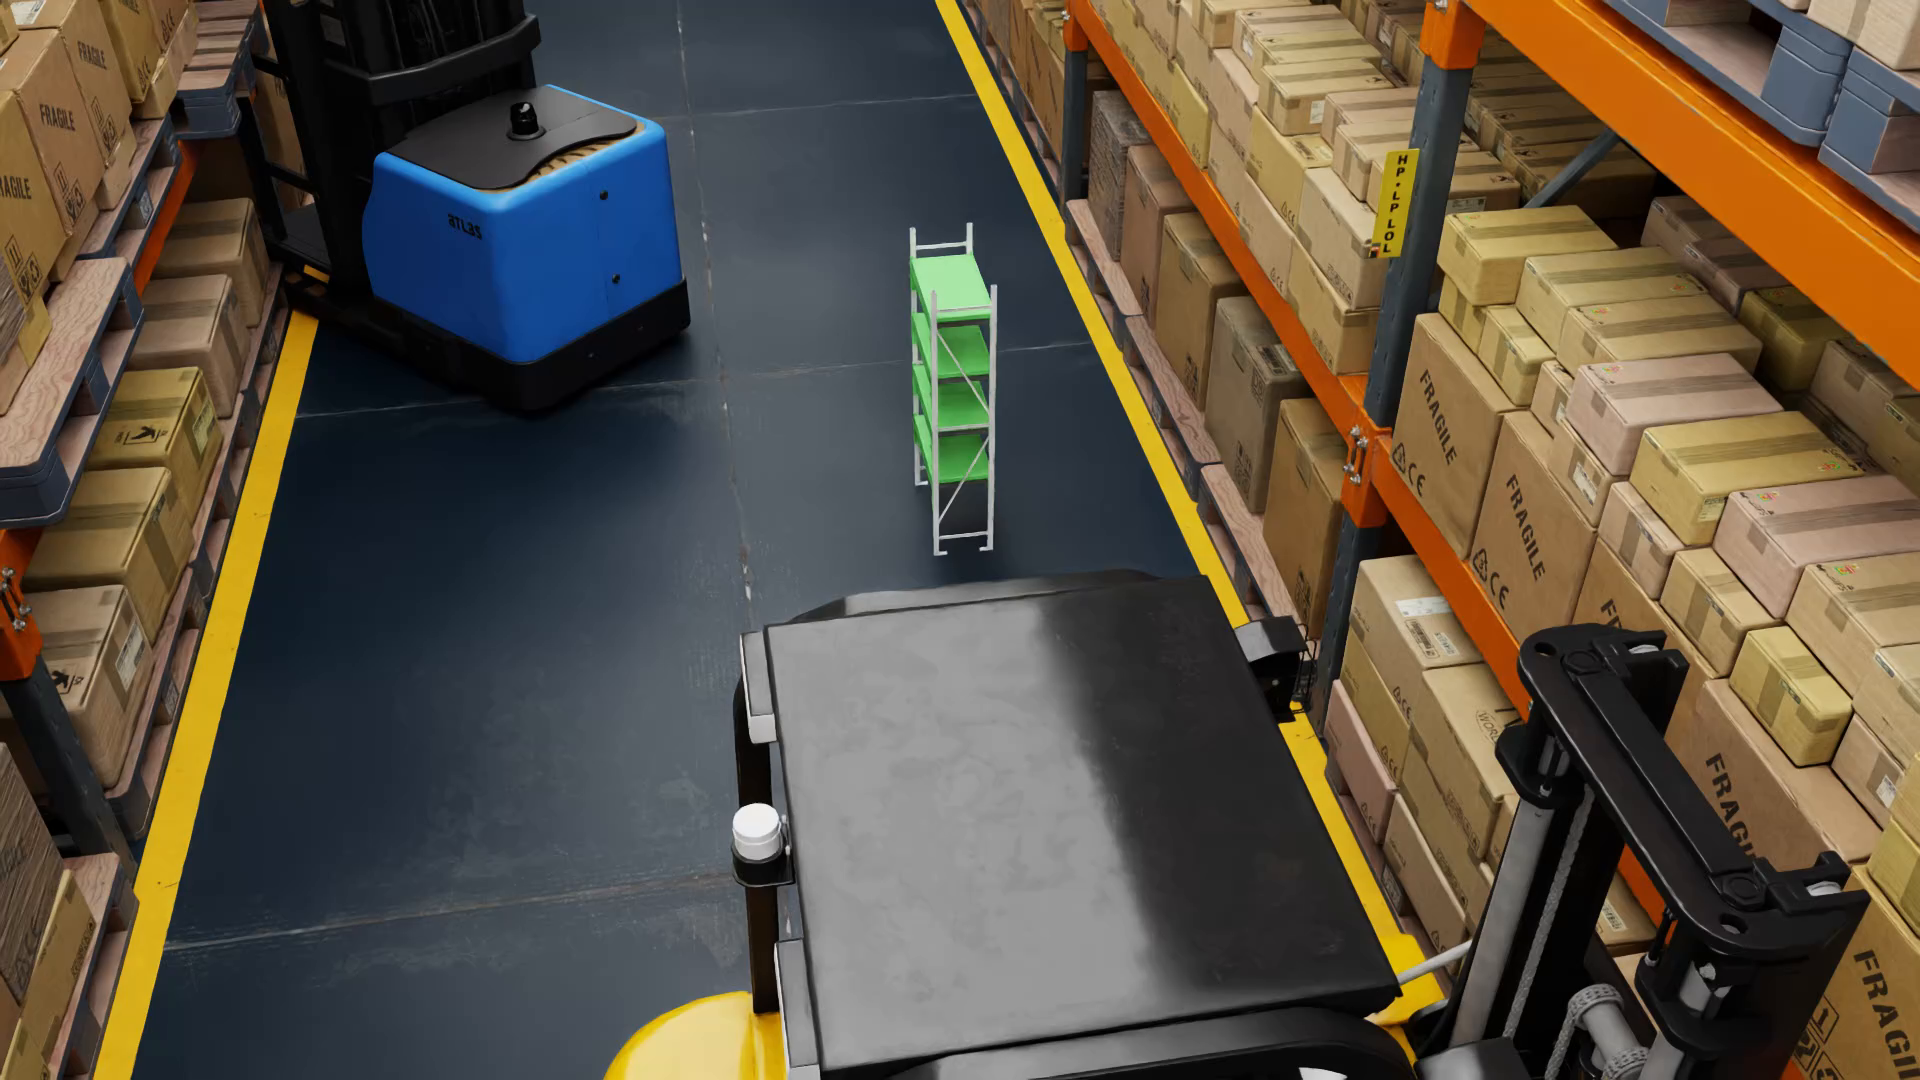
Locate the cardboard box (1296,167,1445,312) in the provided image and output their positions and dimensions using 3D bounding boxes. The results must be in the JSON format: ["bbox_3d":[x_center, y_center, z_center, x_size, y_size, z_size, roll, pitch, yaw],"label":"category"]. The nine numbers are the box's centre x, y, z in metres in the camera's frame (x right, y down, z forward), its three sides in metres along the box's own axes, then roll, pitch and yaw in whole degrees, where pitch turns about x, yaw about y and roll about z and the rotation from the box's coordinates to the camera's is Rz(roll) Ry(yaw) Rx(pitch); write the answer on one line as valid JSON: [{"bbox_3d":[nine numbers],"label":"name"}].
[{"bbox_3d":[1.405,-0.978,5.279,0.500,0.250,0.500,-7,38,-9],"label":"cardboard box"}]

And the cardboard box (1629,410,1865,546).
[{"bbox_3d":[1.711,-0.138,3.630,0.380,0.149,0.250,-7,38,-9],"label":"cardboard box"}]

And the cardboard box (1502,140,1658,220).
[{"bbox_3d":[1.892,-1.102,5.113,0.380,0.149,0.250,-7,38,-9],"label":"cardboard box"}]

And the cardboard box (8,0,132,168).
[{"bbox_3d":[-3.206,-1.583,5.677,0.500,0.500,0.500,-8,39,-10],"label":"cardboard box"}]

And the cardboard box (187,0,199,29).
[{"bbox_3d":[-3.437,-2.191,6.987,0.380,0.149,0.250,-6,38,-7],"label":"cardboard box"}]

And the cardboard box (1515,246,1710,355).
[{"bbox_3d":[1.659,-0.613,4.242,0.380,0.149,0.250,-6,38,-7],"label":"cardboard box"}]

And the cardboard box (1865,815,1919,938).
[{"bbox_3d":[1.858,0.598,2.925,0.380,0.149,0.250,-6,38,-8],"label":"cardboard box"}]

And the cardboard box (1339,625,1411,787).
[{"bbox_3d":[1.524,0.477,5.183,0.500,0.250,0.500,-6,38,-8],"label":"cardboard box"}]

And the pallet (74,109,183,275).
[{"bbox_3d":[-3.457,-1.184,5.985,1.003,0.211,1.213,-6,38,-8],"label":"pallet"}]

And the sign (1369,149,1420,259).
[{"bbox_3d":[1.210,-0.933,4.627,0.100,0.325,0.005,-6,38,-8],"label":"sign"}]

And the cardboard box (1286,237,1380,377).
[{"bbox_3d":[1.397,-0.788,5.442,0.500,0.250,0.500,-5,38,-7],"label":"cardboard box"}]

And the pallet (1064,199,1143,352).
[{"bbox_3d":[1.147,-1.385,8.360,1.003,0.211,1.213,-6,38,-8],"label":"pallet"}]

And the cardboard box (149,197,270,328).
[{"bbox_3d":[-3.755,-1.237,7.697,0.950,0.372,0.625,-9,39,-11],"label":"cardboard box"}]

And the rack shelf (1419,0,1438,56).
[{"bbox_3d":[1.392,-2.680,5.896,1.077,0.370,4.000,-6,38,-8],"label":"rack shelf"}]

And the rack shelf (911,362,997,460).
[{"bbox_3d":[-0.029,-0.523,6.550,0.258,0.148,0.480,-6,38,-8],"label":"rack shelf"}]

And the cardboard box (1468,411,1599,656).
[{"bbox_3d":[1.671,-0.002,4.226,0.500,0.500,0.500,-6,38,-7],"label":"cardboard box"}]

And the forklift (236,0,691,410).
[{"bbox_3d":[-2.768,-2.471,7.541,3.031,2.935,1.130,25,44,29],"label":"forklift"}]

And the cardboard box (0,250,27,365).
[{"bbox_3d":[-2.943,-0.672,4.503,0.500,0.500,0.500,-5,38,-7],"label":"cardboard box"}]

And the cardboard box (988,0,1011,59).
[{"bbox_3d":[0.474,-3.329,10.285,0.500,0.500,0.500,-8,38,-10],"label":"cardboard box"}]

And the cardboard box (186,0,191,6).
[{"bbox_3d":[-3.491,-2.529,6.894,0.500,0.500,0.500,-7,38,-9],"label":"cardboard box"}]

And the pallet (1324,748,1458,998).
[{"bbox_3d":[1.841,1.015,5.272,1.003,0.211,1.213,-6,38,-8],"label":"pallet"}]

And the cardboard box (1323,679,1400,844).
[{"bbox_3d":[1.502,0.677,5.333,0.500,0.250,0.500,-6,38,-7],"label":"cardboard box"}]

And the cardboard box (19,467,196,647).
[{"bbox_3d":[-3.367,0.086,5.993,0.950,0.372,0.625,-4,38,-5],"label":"cardboard box"}]

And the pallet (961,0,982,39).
[{"bbox_3d":[0.520,-3.815,11.488,1.003,0.211,1.213,-6,38,-8],"label":"pallet"}]

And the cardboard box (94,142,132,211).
[{"bbox_3d":[-3.130,-1.260,5.789,0.380,0.149,0.250,-5,38,-6],"label":"cardboard box"}]

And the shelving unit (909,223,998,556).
[{"bbox_3d":[-0.029,-0.574,6.511,0.258,1.200,0.503,-6,38,-8],"label":"shelving unit"}]

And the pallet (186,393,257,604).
[{"bbox_3d":[-3.499,-0.142,6.761,1.003,0.211,1.213,-6,38,-8],"label":"pallet"}]

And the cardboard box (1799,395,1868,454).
[{"bbox_3d":[2.252,-0.240,4.003,0.380,0.149,0.250,-6,38,-8],"label":"cardboard box"}]

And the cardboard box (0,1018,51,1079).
[{"bbox_3d":[-2.672,1.534,4.230,0.500,0.250,0.500,-7,38,-9],"label":"cardboard box"}]

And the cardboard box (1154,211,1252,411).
[{"bbox_3d":[1.378,-1.037,7.233,0.875,0.625,0.625,-8,39,-10],"label":"cardboard box"}]

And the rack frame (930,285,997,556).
[{"bbox_3d":[0.014,-0.426,6.321,0.240,1.200,0.015,-6,38,-8],"label":"rack frame"}]

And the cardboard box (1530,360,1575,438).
[{"bbox_3d":[1.660,-0.335,4.126,0.380,0.149,0.250,-6,38,-8],"label":"cardboard box"}]

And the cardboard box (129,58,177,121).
[{"bbox_3d":[-3.251,-1.726,6.389,0.380,0.149,0.250,-6,38,-7],"label":"cardboard box"}]

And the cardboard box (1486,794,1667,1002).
[{"bbox_3d":[1.697,0.889,4.244,0.500,0.250,0.500,-5,38,-6],"label":"cardboard box"}]

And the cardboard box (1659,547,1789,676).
[{"bbox_3d":[1.736,0.130,3.527,0.380,0.149,0.250,-7,38,-9],"label":"cardboard box"}]

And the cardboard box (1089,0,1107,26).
[{"bbox_3d":[0.879,-2.634,7.817,0.500,0.250,0.500,-6,38,-8],"label":"cardboard box"}]

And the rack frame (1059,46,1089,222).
[{"bbox_3d":[1.041,-2.987,8.150,1.000,3.000,0.127,-6,38,-8],"label":"rack frame"}]

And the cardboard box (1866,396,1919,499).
[{"bbox_3d":[2.290,-0.206,3.718,0.380,0.149,0.250,-7,38,-9],"label":"cardboard box"}]

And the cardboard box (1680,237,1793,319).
[{"bbox_3d":[2.099,-0.668,4.312,0.380,0.149,0.250,-7,38,-9],"label":"cardboard box"}]

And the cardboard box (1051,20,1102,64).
[{"bbox_3d":[0.706,-2.693,8.938,0.380,0.149,0.250,-8,39,-10],"label":"cardboard box"}]

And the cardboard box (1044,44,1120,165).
[{"bbox_3d":[0.756,-2.398,9.087,0.500,0.500,0.500,-5,38,-7],"label":"cardboard box"}]

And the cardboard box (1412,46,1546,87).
[{"bbox_3d":[1.789,-1.573,5.719,0.380,0.149,0.250,-7,38,-8],"label":"cardboard box"}]

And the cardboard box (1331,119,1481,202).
[{"bbox_3d":[1.401,-1.203,5.244,0.380,0.149,0.250,-7,38,-9],"label":"cardboard box"}]

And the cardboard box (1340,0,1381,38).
[{"bbox_3d":[1.671,-2.028,6.305,0.380,0.149,0.250,-6,38,-8],"label":"cardboard box"}]

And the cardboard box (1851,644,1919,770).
[{"bbox_3d":[1.899,0.312,3.050,0.380,0.149,0.250,-6,38,-7],"label":"cardboard box"}]

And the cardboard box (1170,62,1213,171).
[{"bbox_3d":[1.148,-1.705,6.623,0.500,0.250,0.500,-5,38,-6],"label":"cardboard box"}]

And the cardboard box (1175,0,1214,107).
[{"bbox_3d":[1.154,-1.905,6.471,0.500,0.250,0.500,-6,38,-7],"label":"cardboard box"}]

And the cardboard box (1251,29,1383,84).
[{"bbox_3d":[1.249,-1.666,5.839,0.380,0.149,0.250,-7,38,-9],"label":"cardboard box"}]

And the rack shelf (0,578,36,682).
[{"bbox_3d":[-2.793,1.457,3.016,1.077,0.370,4.000,-6,38,-8],"label":"rack shelf"}]

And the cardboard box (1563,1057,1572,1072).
[{"bbox_3d":[1.778,1.391,4.006,0.500,0.250,0.500,-6,38,-8],"label":"cardboard box"}]

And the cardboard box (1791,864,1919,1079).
[{"bbox_3d":[1.927,0.913,3.049,0.500,0.500,0.500,-7,38,-9],"label":"cardboard box"}]

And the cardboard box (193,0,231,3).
[{"bbox_3d":[-3.683,-2.714,7.921,0.500,0.250,0.500,-7,38,-9],"label":"cardboard box"}]

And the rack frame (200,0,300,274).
[{"bbox_3d":[-3.845,-2.451,7.460,1.000,3.000,0.127,-6,38,-8],"label":"rack frame"}]

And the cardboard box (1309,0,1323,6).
[{"bbox_3d":[1.185,-2.133,6.441,0.380,0.149,0.250,-6,38,-8],"label":"cardboard box"}]

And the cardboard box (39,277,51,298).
[{"bbox_3d":[-3.089,-0.784,5.177,0.380,0.149,0.250,-4,38,-5],"label":"cardboard box"}]
